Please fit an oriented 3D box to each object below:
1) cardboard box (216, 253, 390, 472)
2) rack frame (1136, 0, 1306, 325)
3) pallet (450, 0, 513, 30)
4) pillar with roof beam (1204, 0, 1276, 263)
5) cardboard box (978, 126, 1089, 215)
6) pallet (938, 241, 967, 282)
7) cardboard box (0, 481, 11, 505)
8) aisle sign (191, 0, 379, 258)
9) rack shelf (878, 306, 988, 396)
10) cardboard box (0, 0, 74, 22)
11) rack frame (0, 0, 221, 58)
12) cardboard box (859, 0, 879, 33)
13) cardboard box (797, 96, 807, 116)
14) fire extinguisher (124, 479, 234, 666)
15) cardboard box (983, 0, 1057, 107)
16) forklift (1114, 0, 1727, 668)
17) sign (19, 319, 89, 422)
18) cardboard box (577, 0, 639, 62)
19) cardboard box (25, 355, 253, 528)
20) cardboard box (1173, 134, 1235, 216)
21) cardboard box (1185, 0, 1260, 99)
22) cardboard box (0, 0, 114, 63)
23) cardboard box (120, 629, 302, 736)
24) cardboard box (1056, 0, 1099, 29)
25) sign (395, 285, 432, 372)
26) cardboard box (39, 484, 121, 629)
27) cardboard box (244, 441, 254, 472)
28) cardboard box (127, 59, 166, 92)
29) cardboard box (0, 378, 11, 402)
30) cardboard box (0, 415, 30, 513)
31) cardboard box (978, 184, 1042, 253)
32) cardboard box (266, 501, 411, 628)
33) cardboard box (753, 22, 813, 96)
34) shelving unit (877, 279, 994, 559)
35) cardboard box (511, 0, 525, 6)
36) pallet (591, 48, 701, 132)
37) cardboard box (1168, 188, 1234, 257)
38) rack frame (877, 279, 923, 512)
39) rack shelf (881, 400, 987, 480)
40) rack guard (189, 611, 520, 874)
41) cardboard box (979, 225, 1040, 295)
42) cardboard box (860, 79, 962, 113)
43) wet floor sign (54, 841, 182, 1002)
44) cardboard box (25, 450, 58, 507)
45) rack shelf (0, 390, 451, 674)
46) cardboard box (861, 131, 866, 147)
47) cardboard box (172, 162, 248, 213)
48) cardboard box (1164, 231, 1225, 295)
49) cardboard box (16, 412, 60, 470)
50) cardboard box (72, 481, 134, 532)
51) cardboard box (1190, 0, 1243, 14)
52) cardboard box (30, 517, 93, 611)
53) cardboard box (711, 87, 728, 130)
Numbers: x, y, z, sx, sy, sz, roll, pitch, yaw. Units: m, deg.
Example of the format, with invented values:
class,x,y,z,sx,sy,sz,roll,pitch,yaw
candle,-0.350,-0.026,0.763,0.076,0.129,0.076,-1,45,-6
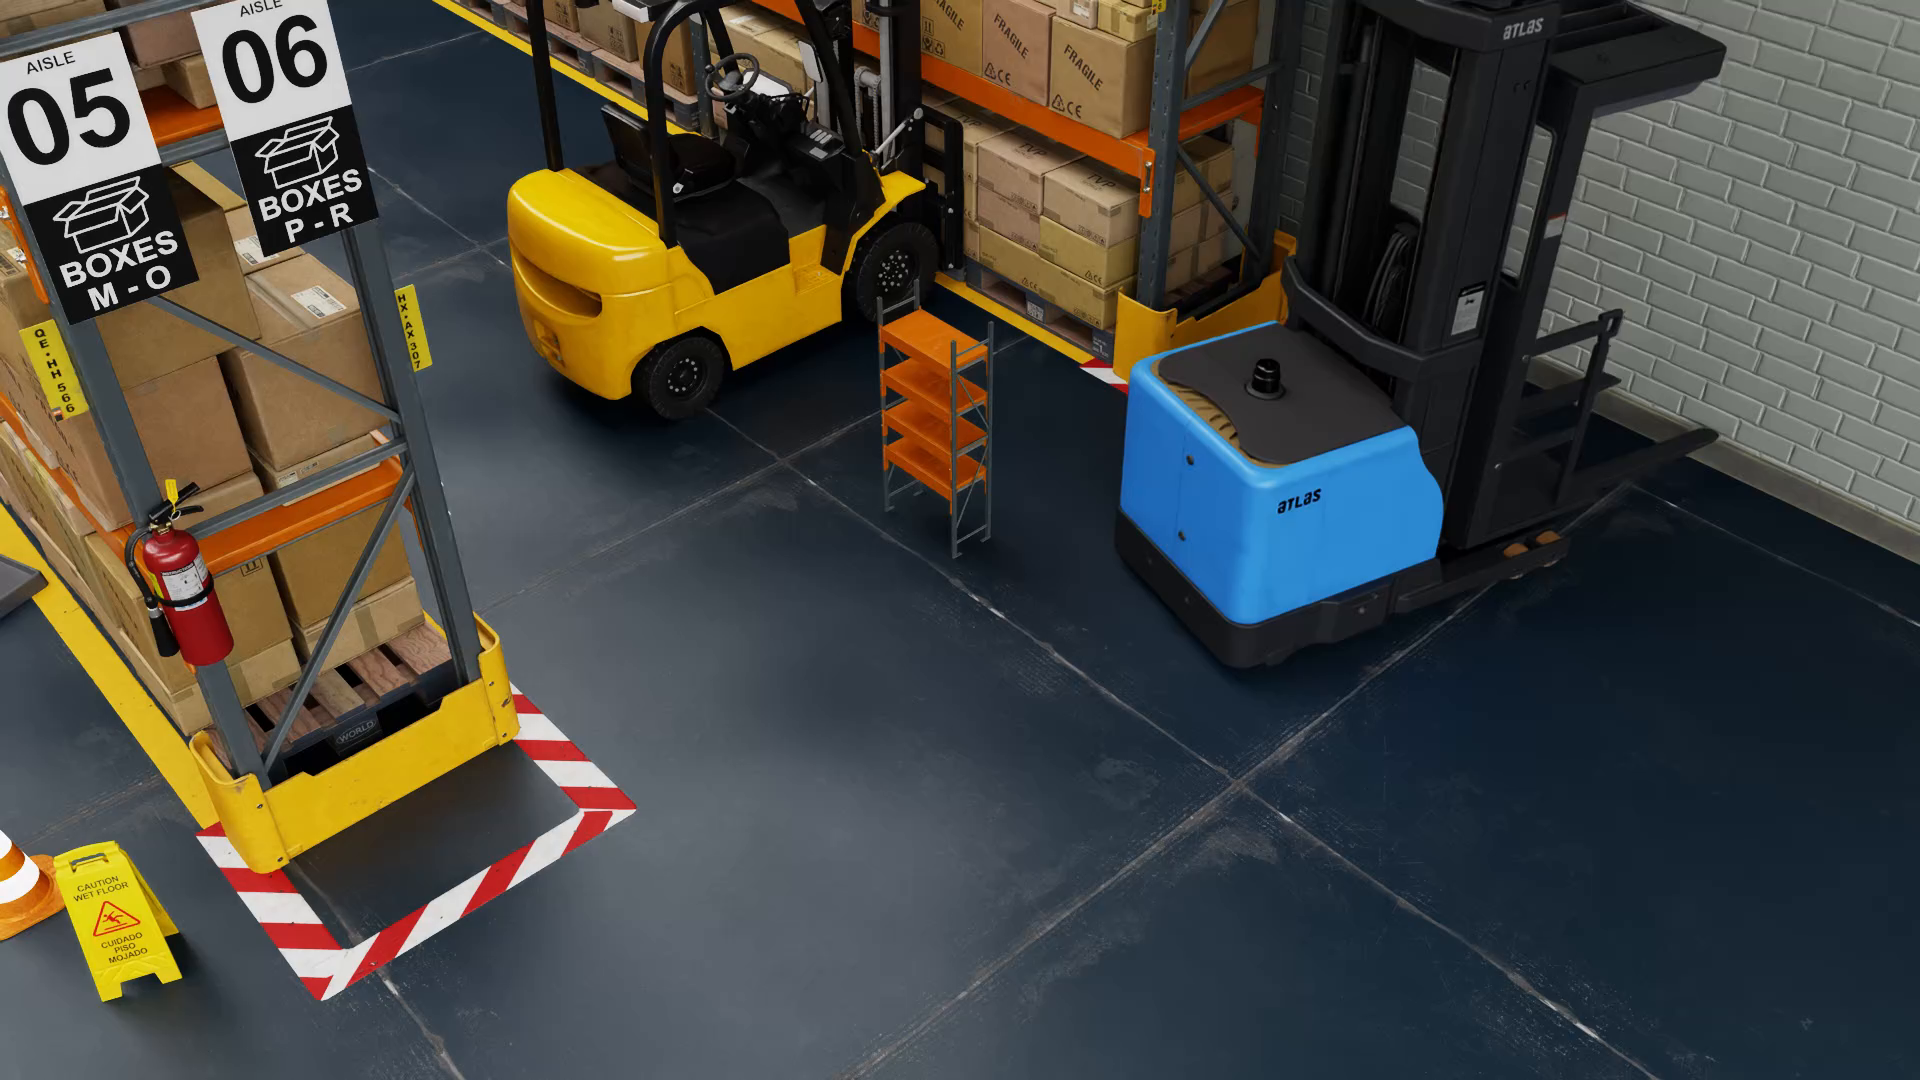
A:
class,x,y,z,sx,sy,sz,roll,pitch,yaw
cardboard box,-2.430,-0.655,6.065,0.500,0.500,0.500,-31,48,-32
rack frame,1.340,-2.274,8.386,1.000,3.000,0.127,-30,48,-32
pallet,-3.543,-4.494,13.354,1.003,0.211,1.213,-30,48,-32
pillar with roof beam,-1.638,-3.484,5.109,9.100,9.000,0.400,-30,48,-32
cardboard box,0.449,-2.071,9.193,0.500,0.250,0.500,-29,47,-31
pallet,-0.029,-2.090,10.377,1.003,0.211,1.213,-30,48,-32
cardboard box,-4.450,-0.478,8.016,0.500,0.250,0.500,-27,46,-30
aisle sign,-2.044,-1.277,5.083,0.394,0.787,0.004,-30,48,-32
rack shelf,-0.112,-0.849,7.429,0.258,0.148,0.480,-30,48,-32
cardboard box,-2.760,-1.573,4.697,0.380,0.149,0.250,-29,47,-31
rack frame,-2.314,-2.497,3.887,1.000,3.000,0.127,-30,48,-32
cardboard box,-0.225,-3.138,9.376,0.500,0.500,0.500,-30,47,-31
cardboard box,-0.924,-2.826,10.526,0.500,0.250,0.500,-30,48,-32
fire extinguisher,-2.576,0.116,5.489,0.296,0.674,0.183,-30,48,-32
cardboard box,0.469,-2.673,8.801,0.500,0.500,0.500,-28,47,-31
forklift,2.272,-1.237,7.157,3.031,2.935,1.130,-18,42,-21
sign,-2.736,-0.510,5.029,0.100,0.325,0.005,-30,48,-32
cardboard box,-2.246,-3.964,12.034,0.875,0.625,0.625,-30,48,-32
cardboard box,-2.884,-0.452,5.813,0.500,0.500,0.500,-31,48,-32
cardboard box,1.154,-2.060,9.179,0.500,0.250,0.500,-31,48,-32
cardboard box,1.209,-2.660,8.785,0.500,0.500,0.500,-28,47,-30
cardboard box,-2.858,-1.510,4.935,0.500,0.250,0.500,-31,48,-32
cardboard box,-3.075,0.472,6.840,0.500,0.250,0.500,-30,48,-32
cardboard box,0.704,-2.712,8.333,0.380,0.149,0.250,-29,47,-31
sign,-1.914,-0.730,5.786,0.100,0.325,0.005,-30,48,-32
cardboard box,-3.403,-0.048,6.888,0.500,0.500,0.500,-28,47,-30
cardboard box,-2.573,-0.421,6.292,0.380,0.149,0.250,-29,47,-31
cardboard box,-2.543,-1.607,5.373,0.380,0.149,0.250,-32,48,-33
cardboard box,-3.555,-0.918,6.391,0.500,0.500,0.500,-30,48,-32
cardboard box,-4.099,-0.528,7.482,0.500,0.500,0.500,-27,46,-30
cardboard box,0.449,-1.891,9.369,0.500,0.250,0.500,-30,48,-32
cardboard box,-2.672,-0.050,6.890,0.500,0.500,0.500,-32,49,-33
cardboard box,-0.931,-3.010,10.355,0.500,0.250,0.500,-30,48,-32
shelving unit,-0.112,-0.543,7.676,0.258,1.200,0.503,-30,48,-32
cardboard box,-3.211,-4.622,12.850,0.875,0.625,0.625,-28,47,-30
pallet,-1.893,-3.365,11.956,1.003,0.211,1.213,-30,48,-32
cardboard box,1.175,-1.868,9.340,0.500,0.250,0.500,-29,47,-31
rack frame,-0.277,-0.656,7.816,0.240,1.200,0.015,-30,48,-32
rack shelf,-0.112,-0.491,7.718,0.258,0.148,0.480,-30,48,-32
rack guard,-2.365,0.774,6.601,1.175,0.500,0.348,-30,48,-32
cardboard box,0.460,-1.685,9.511,0.500,0.250,0.500,-30,48,-32
cardboard box,-0.237,-2.538,9.771,0.500,0.250,0.500,-31,48,-33
wet floor sign,-2.974,1.296,5.840,0.267,0.644,0.232,-15,41,-17
cardboard box,-3.513,-0.320,6.707,0.380,0.149,0.250,-29,47,-31
rack shelf,-3.667,-0.809,7.144,1.077,0.370,4.000,-30,48,-32
cardboard box,-0.251,-2.354,9.942,0.500,0.250,0.500,-30,48,-32
cardboard box,-3.128,-1.128,6.651,0.500,0.500,0.500,-31,48,-33
cardboard box,1.152,-1.678,9.502,0.500,0.250,0.500,-30,48,-32
cardboard box,-3.331,-0.452,6.330,0.380,0.149,0.250,-29,47,-31
cardboard box,-2.977,-0.218,6.040,0.380,0.149,0.250,-31,48,-32
cardboard box,1.301,-2.832,8.482,0.380,0.149,0.250,-31,48,-33
cardboard box,-3.761,0.001,7.424,0.500,0.250,0.500,-32,49,-33
cardboard box,-1.282,-2.854,10.959,0.500,0.250,0.500,-29,47,-31
